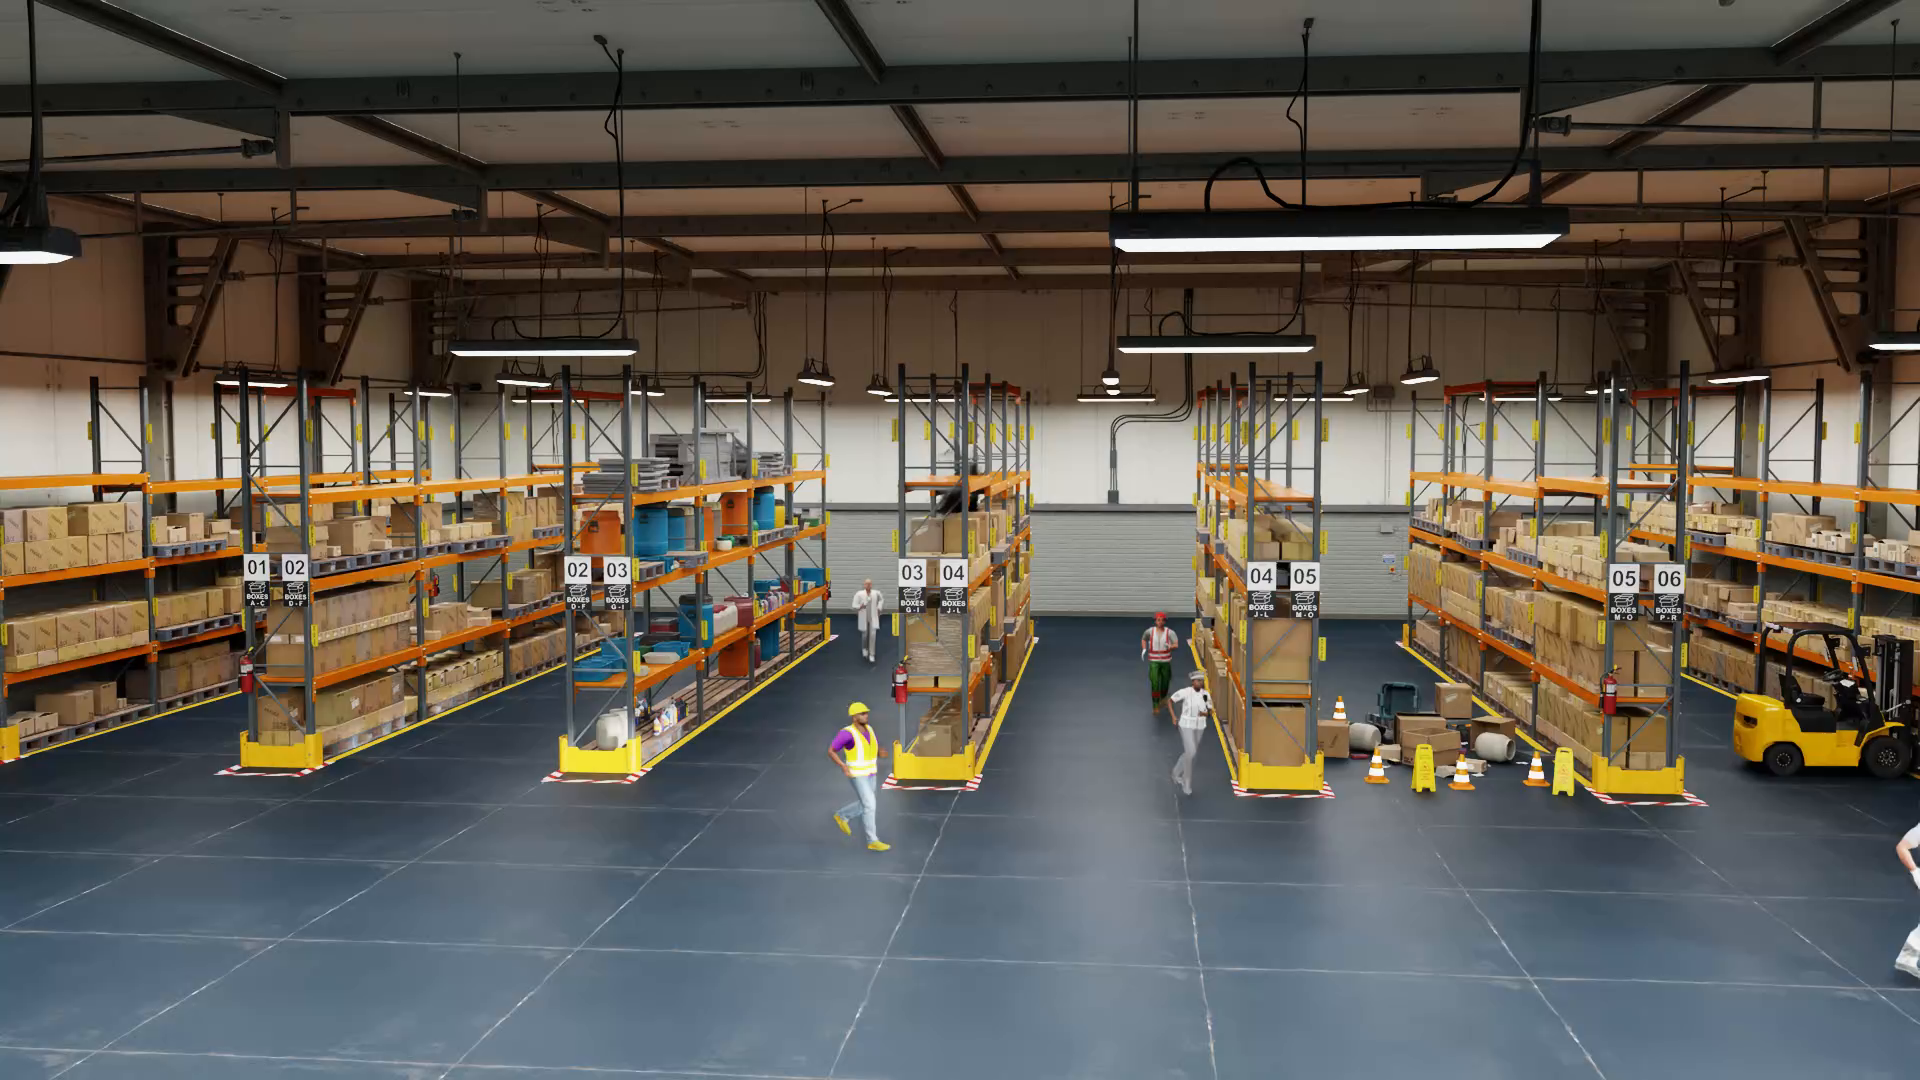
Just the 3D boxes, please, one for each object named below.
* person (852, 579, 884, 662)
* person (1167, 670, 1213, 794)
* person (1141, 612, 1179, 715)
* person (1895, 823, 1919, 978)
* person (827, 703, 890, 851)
[{"bbox_3d":[-2.010,1.742,36.487,0.707,1.768,1.051,0,4,-8],"label":"person"},{"bbox_3d":[3.257,2.688,23.411,0.568,1.752,0.683,-2,4,-24],"label":"person"},{"bbox_3d":[3.571,2.171,29.696,0.659,1.774,1.002,0,4,5],"label":"person"},{"bbox_3d":[8.838,3.148,14.967,0.735,1.817,0.641,3,5,43],"label":"person"},{"bbox_3d":[-1.207,2.834,20.082,0.933,1.745,0.713,3,4,35],"label":"person"}]
